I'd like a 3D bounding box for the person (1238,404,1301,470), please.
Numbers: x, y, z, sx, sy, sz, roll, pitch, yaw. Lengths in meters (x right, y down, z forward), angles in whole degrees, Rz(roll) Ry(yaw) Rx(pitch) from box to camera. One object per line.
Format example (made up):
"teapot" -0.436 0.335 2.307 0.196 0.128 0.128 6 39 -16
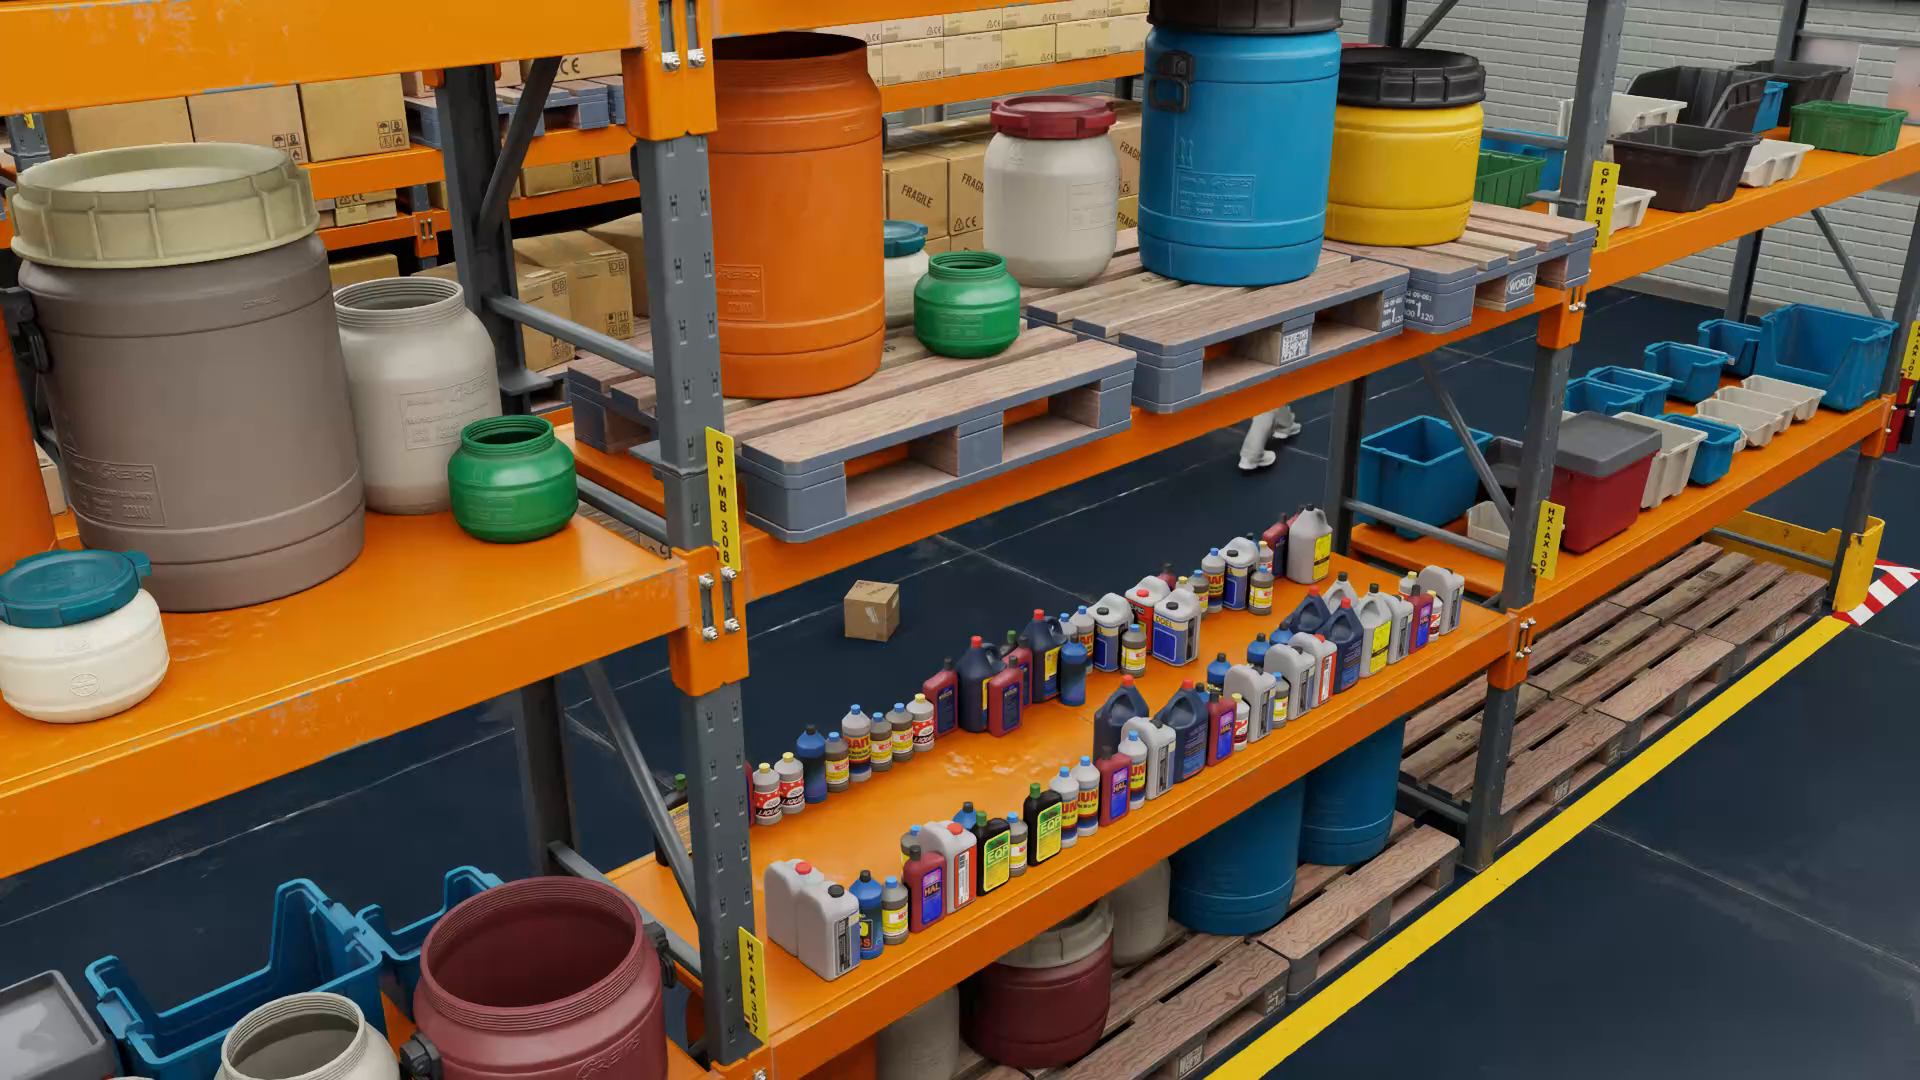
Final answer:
"person" 2.321 -1.434 11.805 0.567 1.731 1.048 20 31 37
